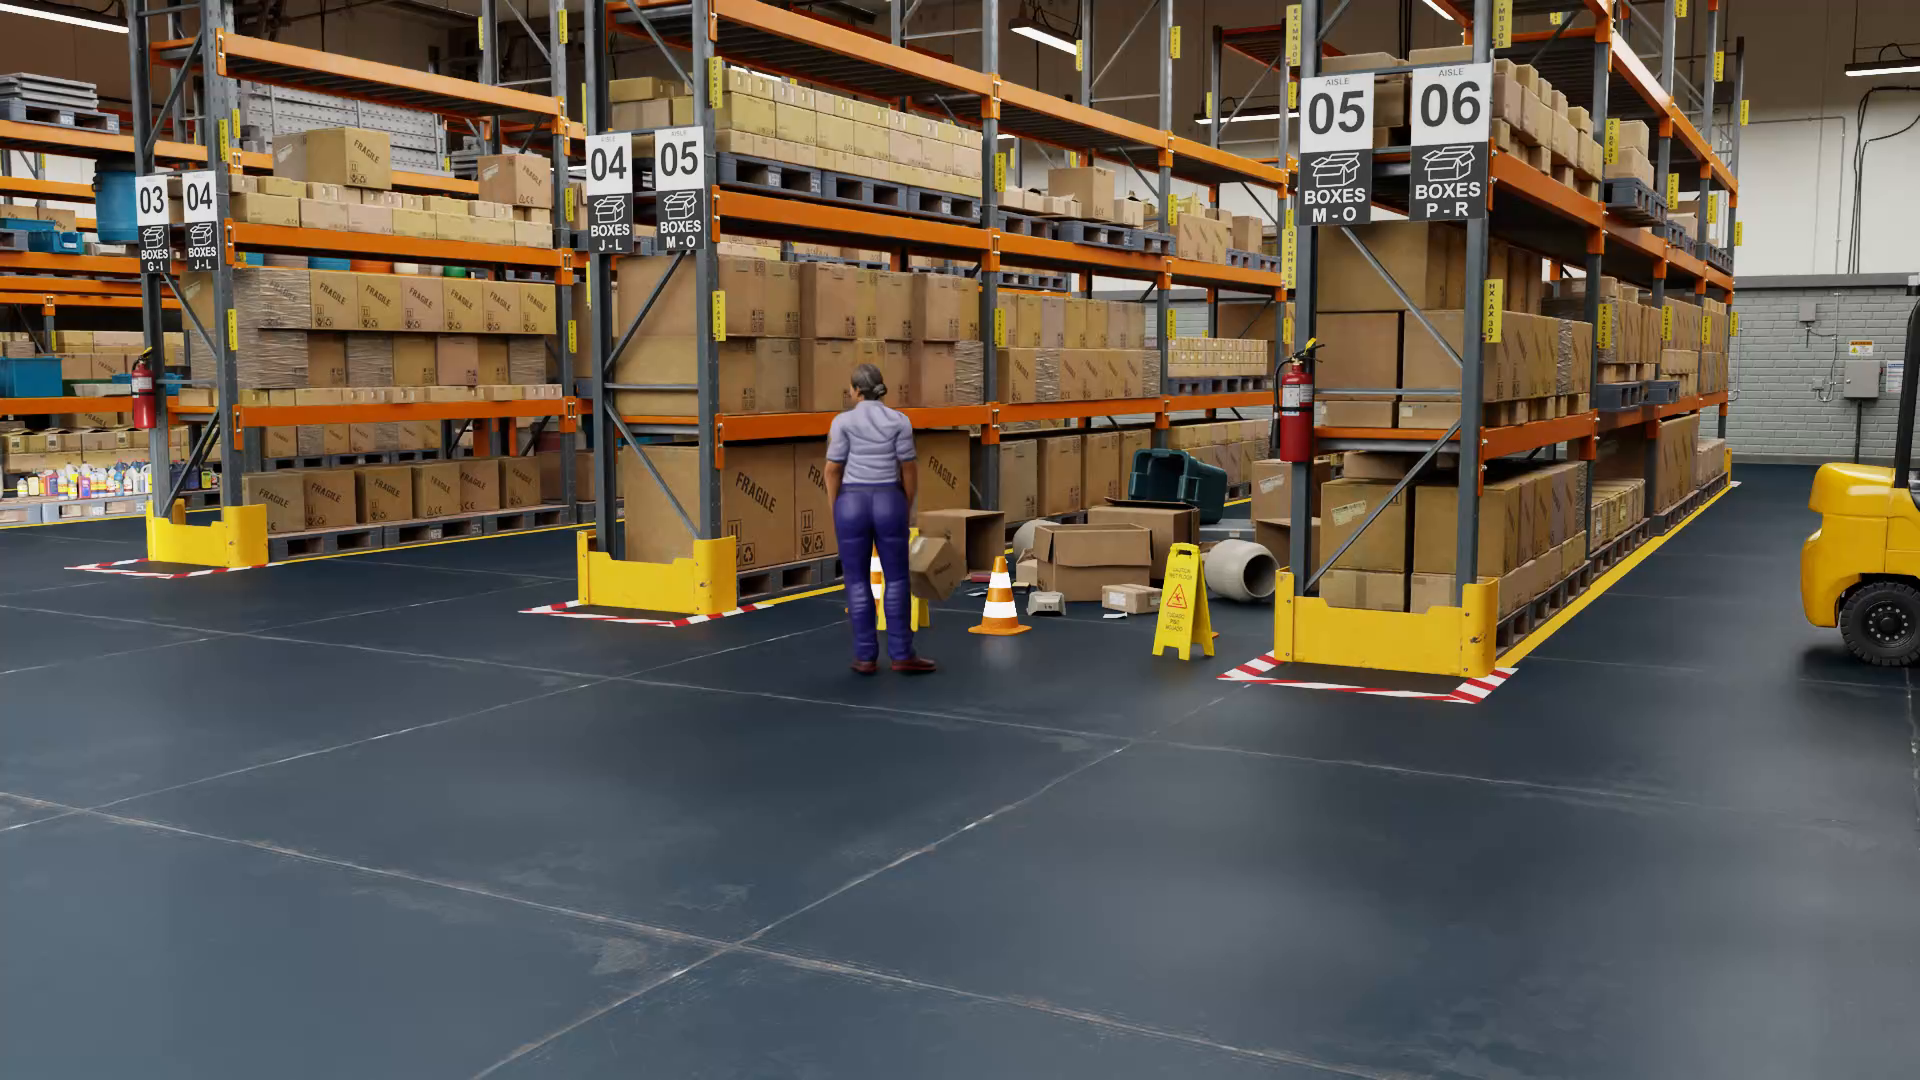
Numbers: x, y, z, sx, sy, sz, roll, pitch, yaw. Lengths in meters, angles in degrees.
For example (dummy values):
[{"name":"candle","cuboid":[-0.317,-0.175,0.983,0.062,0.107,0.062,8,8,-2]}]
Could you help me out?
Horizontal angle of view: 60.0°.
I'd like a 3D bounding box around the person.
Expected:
[{"name":"person","cuboid":[-0.427,-0.116,8.922,0.604,1.658,0.359,-1,6,-8]}]
